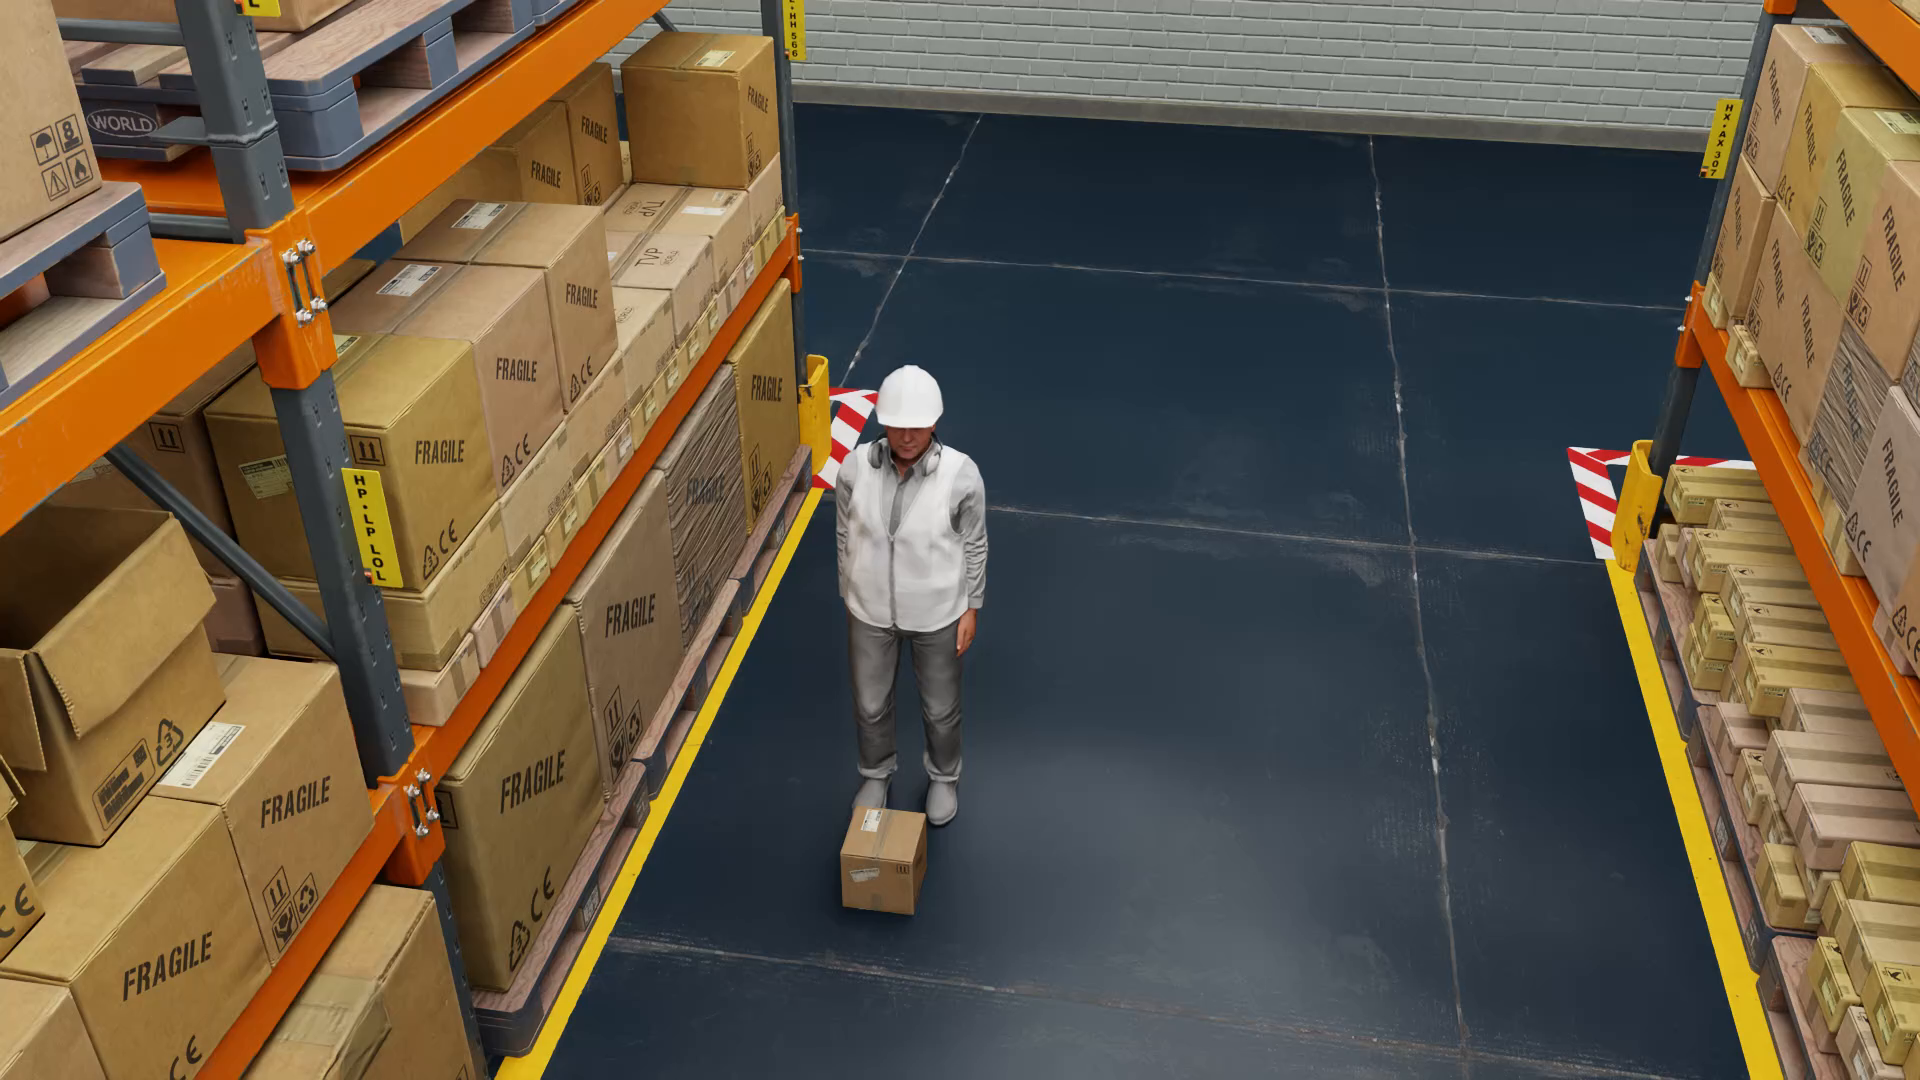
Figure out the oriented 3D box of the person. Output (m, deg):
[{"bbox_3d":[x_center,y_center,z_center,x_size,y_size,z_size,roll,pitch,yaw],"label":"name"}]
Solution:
[{"bbox_3d":[-0.171,0.226,5.762,0.531,1.768,0.365,6,33,9],"label":"person"}]
